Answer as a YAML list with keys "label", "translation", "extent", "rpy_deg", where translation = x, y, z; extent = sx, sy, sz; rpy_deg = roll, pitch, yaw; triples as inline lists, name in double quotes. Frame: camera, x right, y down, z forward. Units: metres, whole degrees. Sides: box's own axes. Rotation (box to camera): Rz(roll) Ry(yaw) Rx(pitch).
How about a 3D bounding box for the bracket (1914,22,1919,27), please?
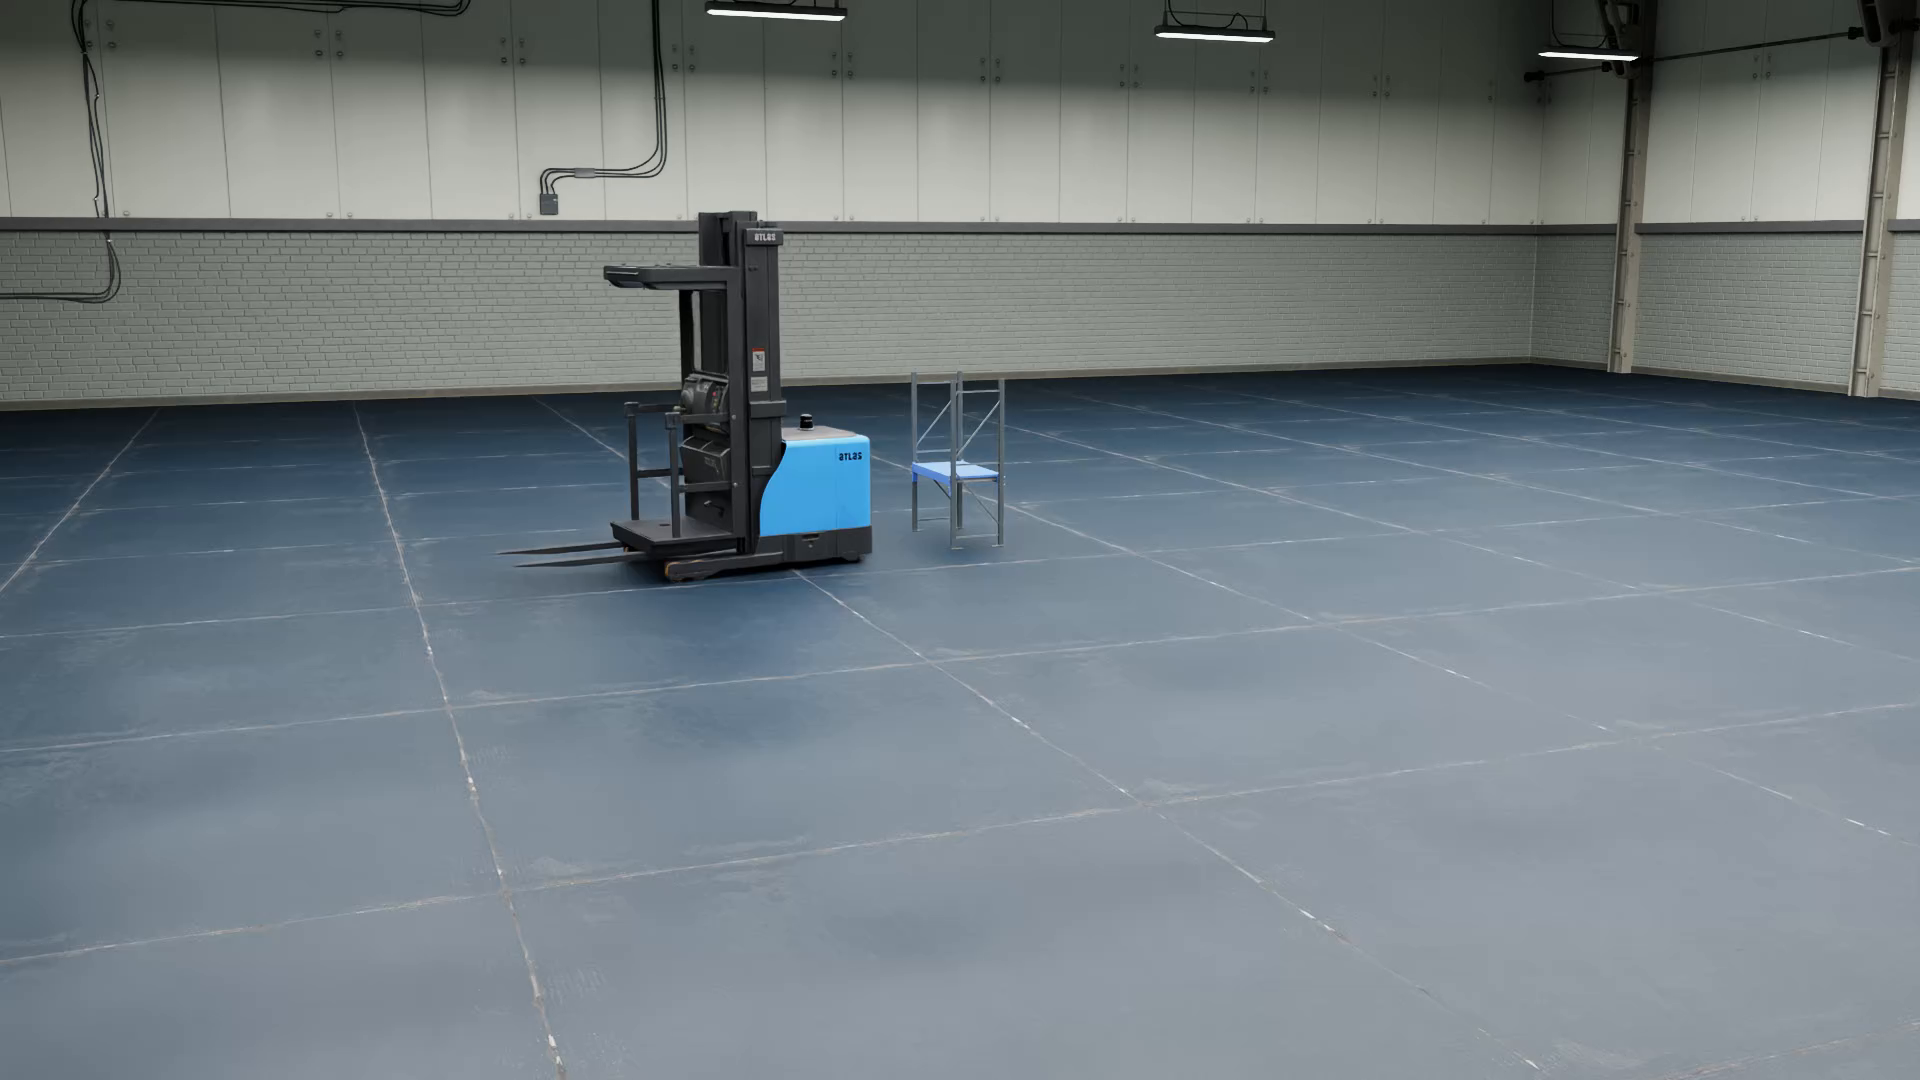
- label: "bracket"
  translation: [16.892, -8.263, 25.732]
  extent: [0.076, 0.066, 4.783]
  rpy_deg: [-4, 11, -21]

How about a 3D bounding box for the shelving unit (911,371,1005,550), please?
- label: "shelving unit"
  translation: [-0.031, -0.752, 15.197]
  extent: [0.538, 1.500, 1.048]
  rpy_deg: [-4, 11, -21]

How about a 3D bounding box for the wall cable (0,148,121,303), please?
- label: "wall cable"
  translation: [-15.230, -5.018, 26.633]
  extent: [3.097, 2.526, 0.112]
  rpy_deg: [-4, 11, -21]

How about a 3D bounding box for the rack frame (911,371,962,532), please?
- label: "rack frame"
  translation: [-0.215, -0.835, 15.663]
  extent: [0.500, 1.500, 0.032]
  rpy_deg: [-4, 11, -21]

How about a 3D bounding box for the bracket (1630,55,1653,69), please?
- label: "bracket"
  translation: [13.784, -9.663, 33.602]
  extent: [0.235, 0.232, 0.430]
  rpy_deg: [-4, 11, -21]

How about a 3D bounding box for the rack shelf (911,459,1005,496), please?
- label: "rack shelf"
  translation: [-0.031, -0.575, 15.228]
  extent: [0.538, 0.185, 1.000]
  rpy_deg: [-4, 11, -21]

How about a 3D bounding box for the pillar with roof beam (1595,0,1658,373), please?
- label: "pillar with roof beam"
  translation: [9.952, -7.708, 32.889]
  extent: [9.100, 9.000, 0.548]
  rpy_deg: [-4, 11, -21]

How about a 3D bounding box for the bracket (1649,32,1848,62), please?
- label: "bracket"
  translation: [14.718, -9.243, 31.238]
  extent: [0.076, 0.066, 4.783]
  rpy_deg: [-4, 11, -21]

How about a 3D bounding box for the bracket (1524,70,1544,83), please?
- label: "bracket"
  translation: [12.624, -10.186, 36.538]
  extent: [0.235, 0.232, 0.430]
  rpy_deg: [-4, 11, -21]

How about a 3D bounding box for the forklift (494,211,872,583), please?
- label: "forklift"
  translation: [-2.287, -1.207, 13.664]
  extent: [3.031, 2.935, 1.130]
  rpy_deg: [-6, 12, -29]

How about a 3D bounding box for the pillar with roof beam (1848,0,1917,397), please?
- label: "pillar with roof beam"
  translation: [12.126, -6.729, 27.383]
  extent: [9.100, 9.000, 0.548]
  rpy_deg: [-4, 11, -21]

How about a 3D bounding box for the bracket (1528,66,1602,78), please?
- label: "bracket"
  translation: [12.839, -10.089, 35.996]
  extent: [0.076, 0.066, 3.189]
  rpy_deg: [-4, 11, -21]

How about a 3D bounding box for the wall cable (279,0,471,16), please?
- label: "wall cable"
  translation: [-9.824, -10.112, 27.862]
  extent: [3.097, 2.526, 0.112]
  rpy_deg: [-4, 11, -21]

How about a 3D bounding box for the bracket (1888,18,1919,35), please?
- label: "bracket"
  translation: [15.958, -8.684, 28.096]
  extent: [0.235, 0.232, 0.430]
  rpy_deg: [-4, 11, -21]

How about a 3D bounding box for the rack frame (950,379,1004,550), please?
- label: "rack frame"
  translation: [0.153, -0.669, 14.730]
  extent: [0.500, 1.500, 0.032]
  rpy_deg: [-4, 11, -21]

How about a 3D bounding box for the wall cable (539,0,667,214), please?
- label: "wall cable"
  translation: [-6.376, -8.821, 29.436]
  extent: [2.305, 6.003, 0.169]
  rpy_deg: [-4, 11, -21]

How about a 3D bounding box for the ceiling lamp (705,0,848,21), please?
- label: "ceiling lamp"
  translation: [-2.680, -8.996, 23.460]
  extent: [2.000, 3.185, 0.800]
  rpy_deg: [-4, 11, -21]

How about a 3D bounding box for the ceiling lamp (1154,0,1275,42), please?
- label: "ceiling lamp"
  translation: [3.900, -9.444, 25.979]
  extent: [2.000, 3.185, 0.800]
  rpy_deg: [-4, 11, -21]

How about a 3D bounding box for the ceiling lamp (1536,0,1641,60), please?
- label: "ceiling lamp"
  translation: [10.741, -9.910, 28.598]
  extent: [2.000, 3.185, 0.800]
  rpy_deg: [-4, 11, -21]

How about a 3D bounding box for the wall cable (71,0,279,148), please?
- label: "wall cable"
  translation: [-12.708, -7.677, 27.156]
  extent: [3.097, 2.526, 0.112]
  rpy_deg: [-4, 11, -21]

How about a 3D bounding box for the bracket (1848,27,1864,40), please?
- label: "bracket"
  translation: [15.658, -8.819, 28.858]
  extent: [0.235, 0.232, 0.430]
  rpy_deg: [-4, 11, -21]

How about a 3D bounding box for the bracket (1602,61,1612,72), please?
- label: "bracket"
  translation: [13.483, -9.799, 34.363]
  extent: [0.235, 0.232, 0.430]
  rpy_deg: [-4, 11, -21]
